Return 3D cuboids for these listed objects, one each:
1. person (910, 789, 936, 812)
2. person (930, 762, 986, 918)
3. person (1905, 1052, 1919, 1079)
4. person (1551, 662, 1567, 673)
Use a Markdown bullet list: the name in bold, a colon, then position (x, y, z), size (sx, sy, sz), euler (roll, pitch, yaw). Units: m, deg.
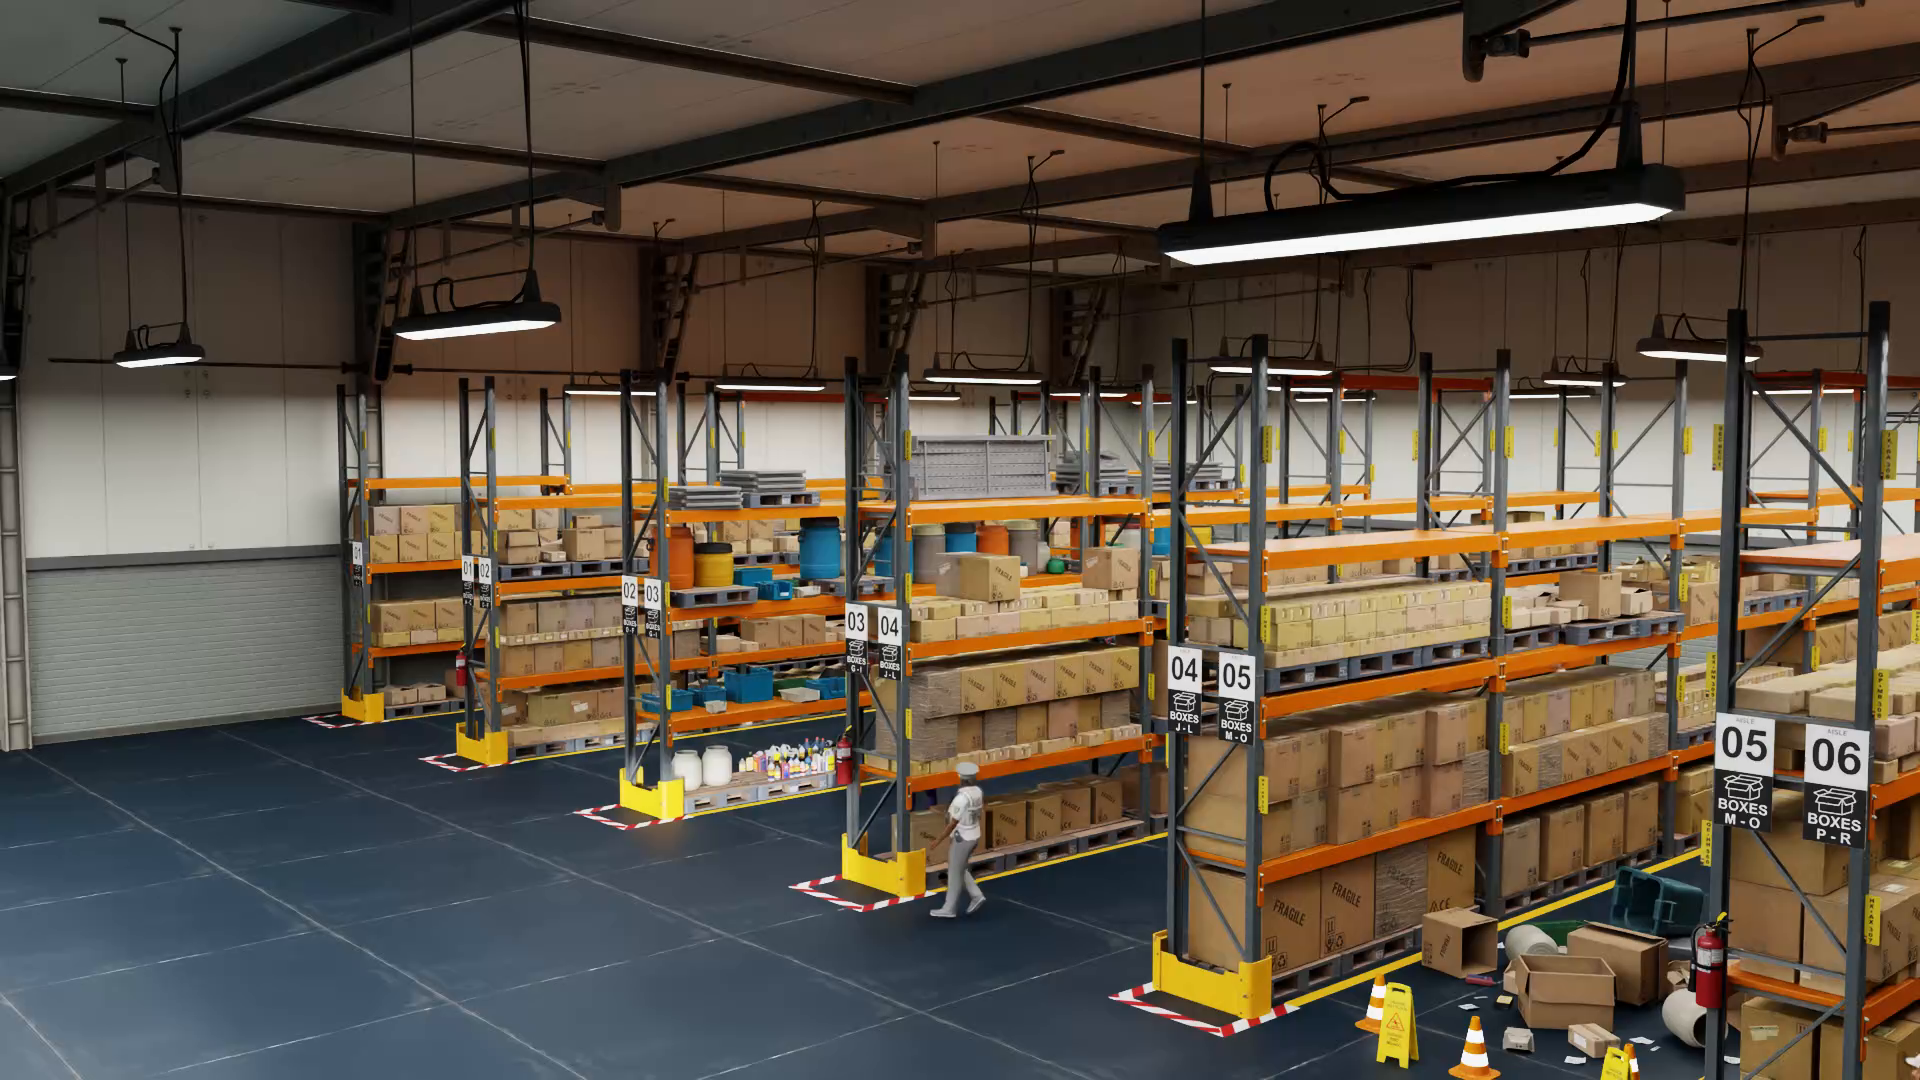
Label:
- **person**: position (-0.530, 2.982, 21.153), size (0.520, 1.708, 0.603), euler (1, 4, 13)
- **person**: position (-0.031, 3.171, 17.594), size (0.595, 1.661, 0.509), euler (1, 4, 15)
- **person**: position (5.338, 3.668, 9.170), size (0.409, 1.772, 0.615), euler (2, 4, 24)
- **person**: position (9.099, 2.601, 25.432), size (0.588, 1.800, 0.414), euler (-2, 4, -33)
